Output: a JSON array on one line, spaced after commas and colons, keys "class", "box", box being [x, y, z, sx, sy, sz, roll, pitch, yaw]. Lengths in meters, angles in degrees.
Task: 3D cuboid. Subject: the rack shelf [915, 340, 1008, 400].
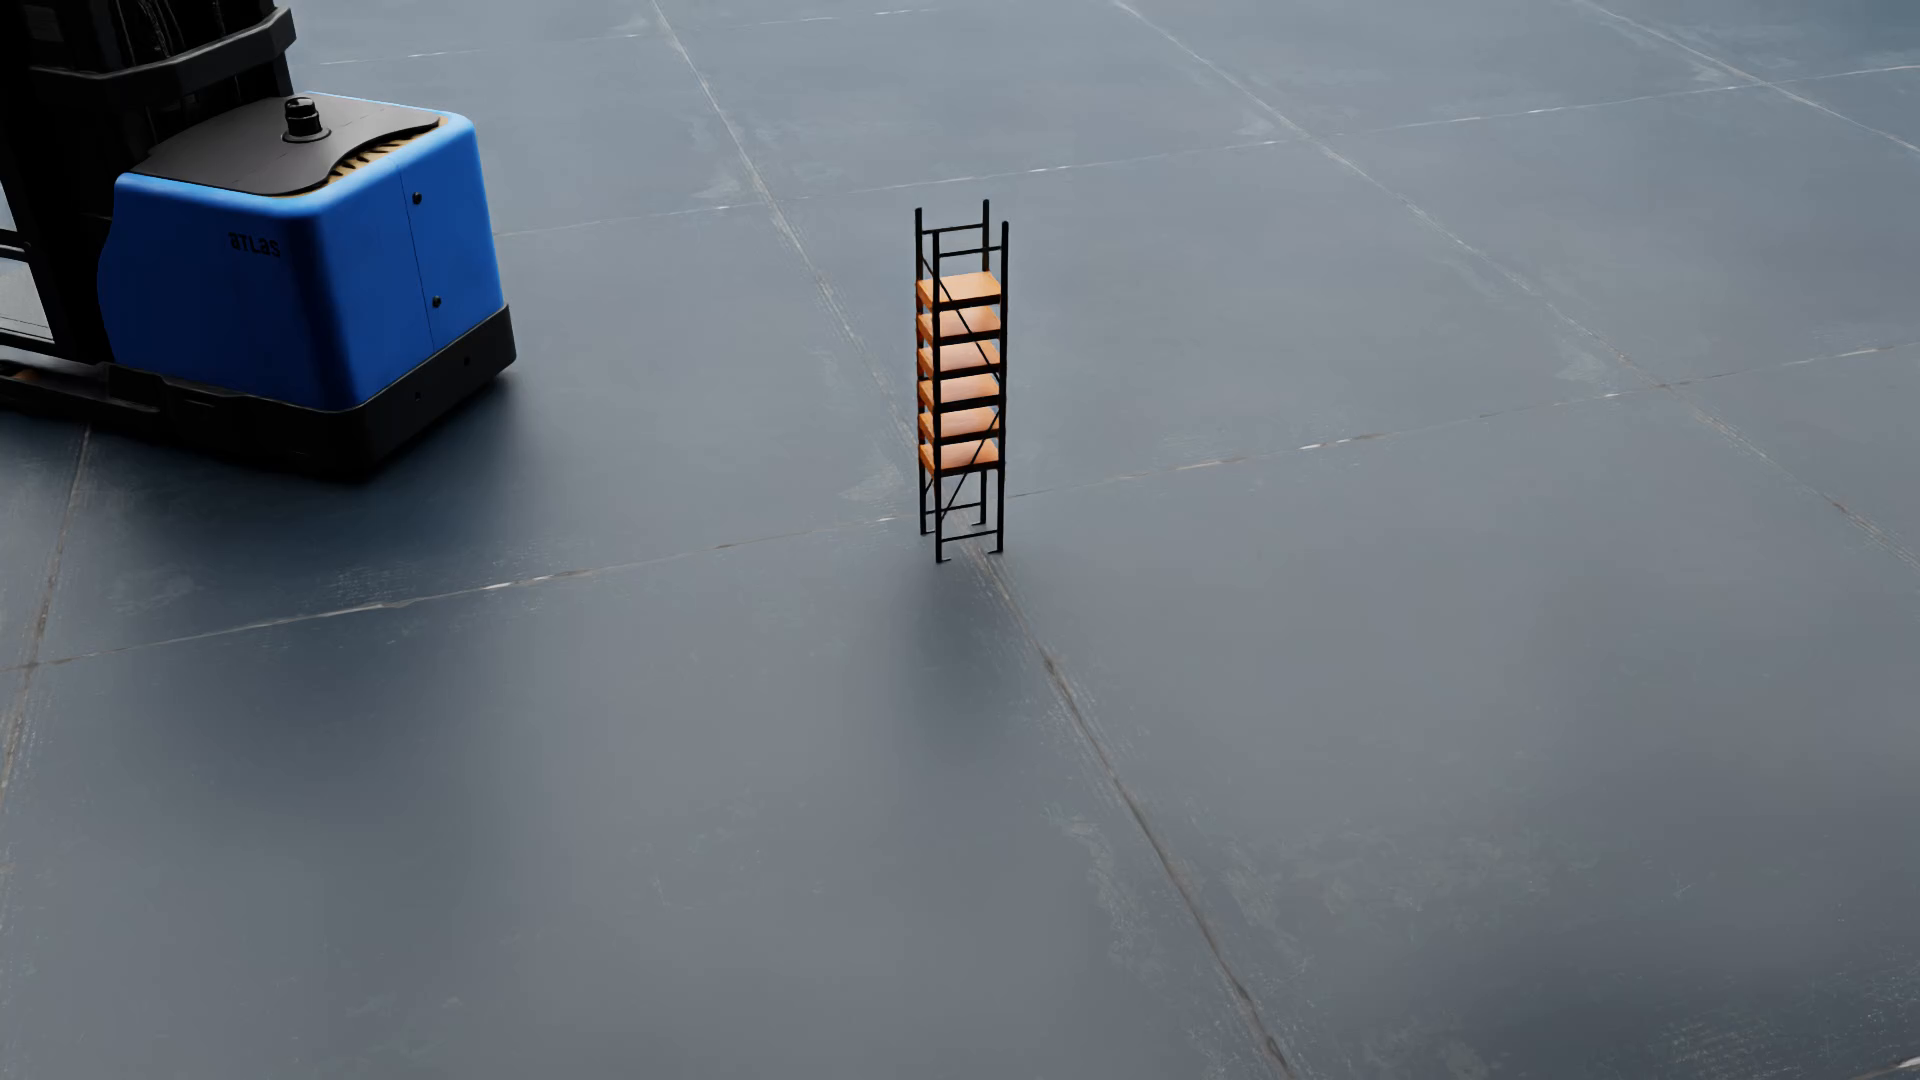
[{"class": "rack shelf", "box": [0.004, -0.556, 5.366, 0.258, 0.103, 0.180, -10, 35, -15]}]

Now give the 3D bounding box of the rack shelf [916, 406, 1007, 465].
[{"class": "rack shelf", "box": [0.004, -0.356, 5.498, 0.258, 0.103, 0.180, -10, 35, -15]}]

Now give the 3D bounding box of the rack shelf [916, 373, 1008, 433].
[{"class": "rack shelf", "box": [0.004, -0.456, 5.432, 0.258, 0.103, 0.180, -10, 35, -15]}]

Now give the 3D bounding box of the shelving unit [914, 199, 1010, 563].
[{"class": "shelving unit", "box": [0.004, -0.493, 5.408, 0.258, 1.200, 0.189, -10, 35, -15]}]

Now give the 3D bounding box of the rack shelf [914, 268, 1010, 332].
[{"class": "rack shelf", "box": [0.004, -0.756, 5.234, 0.258, 0.103, 0.180, -10, 35, -15]}]

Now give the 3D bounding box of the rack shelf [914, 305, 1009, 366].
[{"class": "rack shelf", "box": [0.004, -0.656, 5.300, 0.258, 0.103, 0.180, -10, 35, -15]}]

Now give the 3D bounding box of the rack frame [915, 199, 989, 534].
[{"class": "rack frame", "box": [-0.023, -0.541, 5.480, 0.240, 1.200, 0.006, -10, 35, -15]}]

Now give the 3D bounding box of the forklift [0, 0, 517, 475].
[{"class": "forklift", "box": [-3.365, -1.975, 6.080, 3.031, 2.935, 1.130, 13, 35, 18]}]

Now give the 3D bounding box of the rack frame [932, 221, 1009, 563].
[{"class": "rack frame", "box": [0.032, -0.445, 5.335, 0.240, 1.200, 0.006, -10, 35, -15]}]

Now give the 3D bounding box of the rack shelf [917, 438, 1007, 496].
[{"class": "rack shelf", "box": [0.004, -0.256, 5.565, 0.258, 0.103, 0.180, -10, 35, -15]}]
